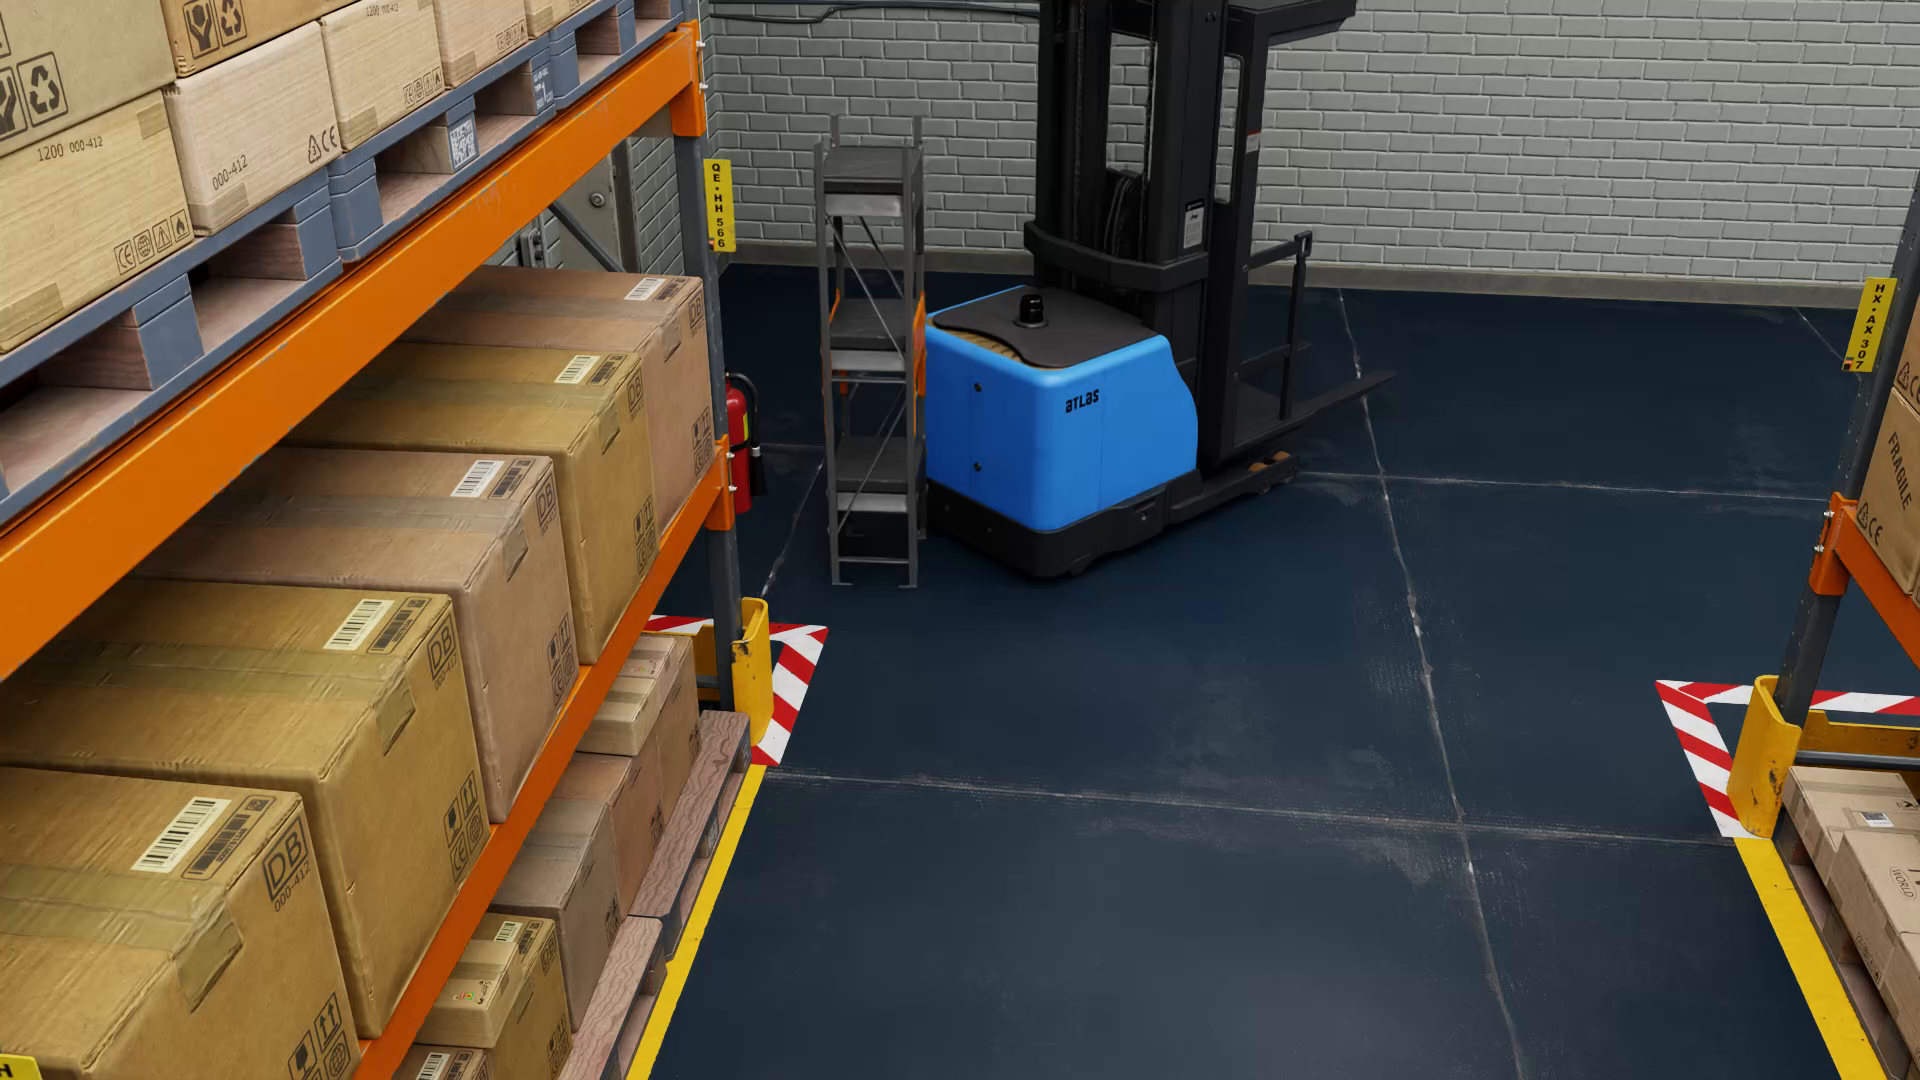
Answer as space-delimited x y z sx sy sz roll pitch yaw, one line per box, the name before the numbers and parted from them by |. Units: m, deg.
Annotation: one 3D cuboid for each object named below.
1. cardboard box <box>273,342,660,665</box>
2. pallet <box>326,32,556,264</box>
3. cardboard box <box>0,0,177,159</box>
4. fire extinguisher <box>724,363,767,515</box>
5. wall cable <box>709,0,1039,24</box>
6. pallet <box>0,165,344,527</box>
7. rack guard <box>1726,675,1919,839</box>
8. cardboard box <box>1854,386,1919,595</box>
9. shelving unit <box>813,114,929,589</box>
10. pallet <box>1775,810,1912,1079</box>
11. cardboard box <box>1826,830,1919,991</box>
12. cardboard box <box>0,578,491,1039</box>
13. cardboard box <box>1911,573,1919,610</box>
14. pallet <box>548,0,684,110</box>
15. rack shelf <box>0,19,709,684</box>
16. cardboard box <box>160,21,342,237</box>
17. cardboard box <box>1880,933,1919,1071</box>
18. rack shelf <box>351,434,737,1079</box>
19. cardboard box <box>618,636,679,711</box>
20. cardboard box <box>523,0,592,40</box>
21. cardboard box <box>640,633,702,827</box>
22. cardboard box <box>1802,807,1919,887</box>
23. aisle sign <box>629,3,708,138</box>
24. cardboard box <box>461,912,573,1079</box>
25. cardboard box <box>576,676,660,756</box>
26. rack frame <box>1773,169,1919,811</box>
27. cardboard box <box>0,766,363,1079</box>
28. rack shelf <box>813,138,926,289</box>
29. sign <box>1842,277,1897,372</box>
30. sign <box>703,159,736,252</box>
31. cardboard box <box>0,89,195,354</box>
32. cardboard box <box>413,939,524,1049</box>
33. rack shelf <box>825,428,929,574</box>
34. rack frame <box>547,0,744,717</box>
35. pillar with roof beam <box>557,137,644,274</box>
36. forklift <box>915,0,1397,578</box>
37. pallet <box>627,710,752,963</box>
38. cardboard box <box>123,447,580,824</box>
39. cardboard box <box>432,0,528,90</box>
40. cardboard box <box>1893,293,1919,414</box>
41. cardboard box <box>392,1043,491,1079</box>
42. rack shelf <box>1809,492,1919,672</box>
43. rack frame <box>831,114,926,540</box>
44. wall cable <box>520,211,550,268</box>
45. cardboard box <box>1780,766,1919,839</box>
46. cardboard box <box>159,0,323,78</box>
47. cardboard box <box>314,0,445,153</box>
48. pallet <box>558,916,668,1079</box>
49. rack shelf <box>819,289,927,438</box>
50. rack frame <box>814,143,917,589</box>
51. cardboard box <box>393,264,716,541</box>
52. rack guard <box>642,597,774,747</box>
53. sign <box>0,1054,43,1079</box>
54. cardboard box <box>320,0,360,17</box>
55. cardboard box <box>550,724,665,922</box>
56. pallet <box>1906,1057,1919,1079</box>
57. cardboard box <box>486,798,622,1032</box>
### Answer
cardboard box | -1.503 -0.131 5.014 0.980 0.700 0.700 3 28 6
pallet | -1.600 -0.938 3.760 1.003 0.211 1.213 3 28 6
cardboard box | -1.497 -0.832 2.289 0.500 0.500 0.500 3 28 6
fire extinguisher | -0.896 -0.428 6.357 0.296 0.674 0.183 3 28 6
wall cable | -0.325 -4.498 10.385 3.097 2.526 0.112 3 28 6
pallet | -1.752 -0.365 2.697 1.003 0.211 1.213 3 28 6
rack guard | 3.535 0.840 6.164 1.175 0.500 0.348 3 28 6
cardboard box | 3.228 -0.147 5.254 0.500 0.500 0.500 4 29 7
shelving unit | -0.385 -0.819 7.556 0.431 2.100 0.503 2 28 4
pallet | 3.438 1.343 5.536 1.003 0.211 1.213 3 28 6
cardboard box | 3.135 1.195 5.304 0.500 0.250 0.500 3 28 6
cardboard box | -1.685 0.571 3.712 0.980 0.700 0.700 3 28 5
cardboard box | 3.170 0.096 4.803 0.500 0.500 0.500 3 28 6
pallet | -1.453 -1.514 4.829 1.003 0.211 1.213 3 28 6
rack shelf | -1.618 -0.645 3.880 1.077 0.370 4.000 3 28 6
cardboard box | -1.440 -0.732 2.893 0.500 0.250 0.500 3 28 5
cardboard box | 3.074 1.431 4.867 0.500 0.250 0.500 3 28 6
rack shelf | -1.618 0.676 4.591 1.077 0.370 4.000 3 28 6
cardboard box | -1.194 0.454 5.753 0.380 0.149 0.250 3 28 6
cardboard box | -1.261 -1.461 4.246 0.500 0.250 0.500 2 28 4
cardboard box | -1.359 0.669 6.039 0.700 0.500 0.500 3 28 6
cardboard box | 3.121 1.052 5.658 0.380 0.166 0.250 3 28 6
aisle sign | -1.066 -1.743 5.582 0.394 0.787 0.004 3 28 6
cardboard box | -1.539 1.392 4.696 0.700 0.500 0.500 4 29 7
cardboard box | -1.224 0.574 5.530 0.380 0.149 0.250 4 29 8
rack frame | 3.544 -0.296 5.637 1.000 3.000 0.127 3 28 6
cardboard box | -1.780 0.914 3.074 0.980 0.700 0.700 4 29 7
rack shelf | -0.385 -1.423 7.230 0.431 0.518 0.480 2 28 4
sign | 3.006 -0.709 5.490 0.100 0.325 0.005 3 28 6
sign | -0.836 -1.158 5.767 0.100 0.325 0.005 3 28 6
cardboard box | -1.516 -0.493 2.450 0.500 0.250 0.500 3 28 6
cardboard box | -1.382 1.188 4.391 0.380 0.149 0.250 3 28 5
rack shelf | -0.385 -0.190 7.894 0.431 0.518 0.480 2 28 4
rack frame | -1.372 -0.582 6.168 1.000 3.000 0.127 3 28 6
pillar with roof beam | 2.372 -4.294 6.733 9.100 9.000 0.400 3 28 6
forklift | 1.165 -1.694 8.304 3.031 2.935 1.130 -23 36 -36
pallet | -1.393 1.026 6.123 1.003 0.211 1.213 3 28 6
cardboard box | -1.606 0.228 4.348 0.980 0.700 0.700 2 28 4
cardboard box | -1.320 -1.215 3.790 0.500 0.250 0.500 3 28 5
cardboard box | 3.228 -0.587 5.017 0.500 0.500 0.500 4 29 8
cardboard box | -1.604 1.634 4.248 0.700 0.500 0.500 3 28 6
rack shelf | 3.299 0.962 4.060 1.077 0.370 4.000 3 28 6
rack frame | -0.367 -0.934 7.770 0.400 2.100 0.015 2 28 4
wall cable | -2.154 -1.687 7.148 0.084 1.984 1.851 3 28 6
cardboard box | 3.152 0.942 5.880 0.380 0.149 0.250 3 28 6
cardboard box | -1.440 -1.075 2.739 0.500 0.500 0.500 3 28 5
cardboard box | -1.384 -0.974 3.342 0.500 0.250 0.500 3 28 5
pallet | -1.545 1.599 5.060 1.003 0.211 1.213 3 28 6
rack shelf | -0.385 -0.807 7.562 0.431 0.518 0.480 2 28 4
rack frame | -0.403 -0.703 7.342 0.400 2.100 0.015 2 28 4
cardboard box | -1.425 -0.474 5.650 0.980 0.700 0.700 5 29 9
rack guard | -1.370 0.507 6.782 1.175 0.500 0.348 3 28 6
sign | -1.323 0.853 2.368 0.100 0.325 0.005 3 28 6
cardboard box | -1.385 -1.307 3.171 0.500 0.500 0.500 4 29 7
cardboard box | -1.420 0.904 5.602 0.700 0.500 0.500 3 28 6
pallet | 3.286 1.915 4.473 1.003 0.211 1.213 3 28 6
cardboard box | -1.481 1.141 5.162 0.700 0.500 0.500 2 28 5
